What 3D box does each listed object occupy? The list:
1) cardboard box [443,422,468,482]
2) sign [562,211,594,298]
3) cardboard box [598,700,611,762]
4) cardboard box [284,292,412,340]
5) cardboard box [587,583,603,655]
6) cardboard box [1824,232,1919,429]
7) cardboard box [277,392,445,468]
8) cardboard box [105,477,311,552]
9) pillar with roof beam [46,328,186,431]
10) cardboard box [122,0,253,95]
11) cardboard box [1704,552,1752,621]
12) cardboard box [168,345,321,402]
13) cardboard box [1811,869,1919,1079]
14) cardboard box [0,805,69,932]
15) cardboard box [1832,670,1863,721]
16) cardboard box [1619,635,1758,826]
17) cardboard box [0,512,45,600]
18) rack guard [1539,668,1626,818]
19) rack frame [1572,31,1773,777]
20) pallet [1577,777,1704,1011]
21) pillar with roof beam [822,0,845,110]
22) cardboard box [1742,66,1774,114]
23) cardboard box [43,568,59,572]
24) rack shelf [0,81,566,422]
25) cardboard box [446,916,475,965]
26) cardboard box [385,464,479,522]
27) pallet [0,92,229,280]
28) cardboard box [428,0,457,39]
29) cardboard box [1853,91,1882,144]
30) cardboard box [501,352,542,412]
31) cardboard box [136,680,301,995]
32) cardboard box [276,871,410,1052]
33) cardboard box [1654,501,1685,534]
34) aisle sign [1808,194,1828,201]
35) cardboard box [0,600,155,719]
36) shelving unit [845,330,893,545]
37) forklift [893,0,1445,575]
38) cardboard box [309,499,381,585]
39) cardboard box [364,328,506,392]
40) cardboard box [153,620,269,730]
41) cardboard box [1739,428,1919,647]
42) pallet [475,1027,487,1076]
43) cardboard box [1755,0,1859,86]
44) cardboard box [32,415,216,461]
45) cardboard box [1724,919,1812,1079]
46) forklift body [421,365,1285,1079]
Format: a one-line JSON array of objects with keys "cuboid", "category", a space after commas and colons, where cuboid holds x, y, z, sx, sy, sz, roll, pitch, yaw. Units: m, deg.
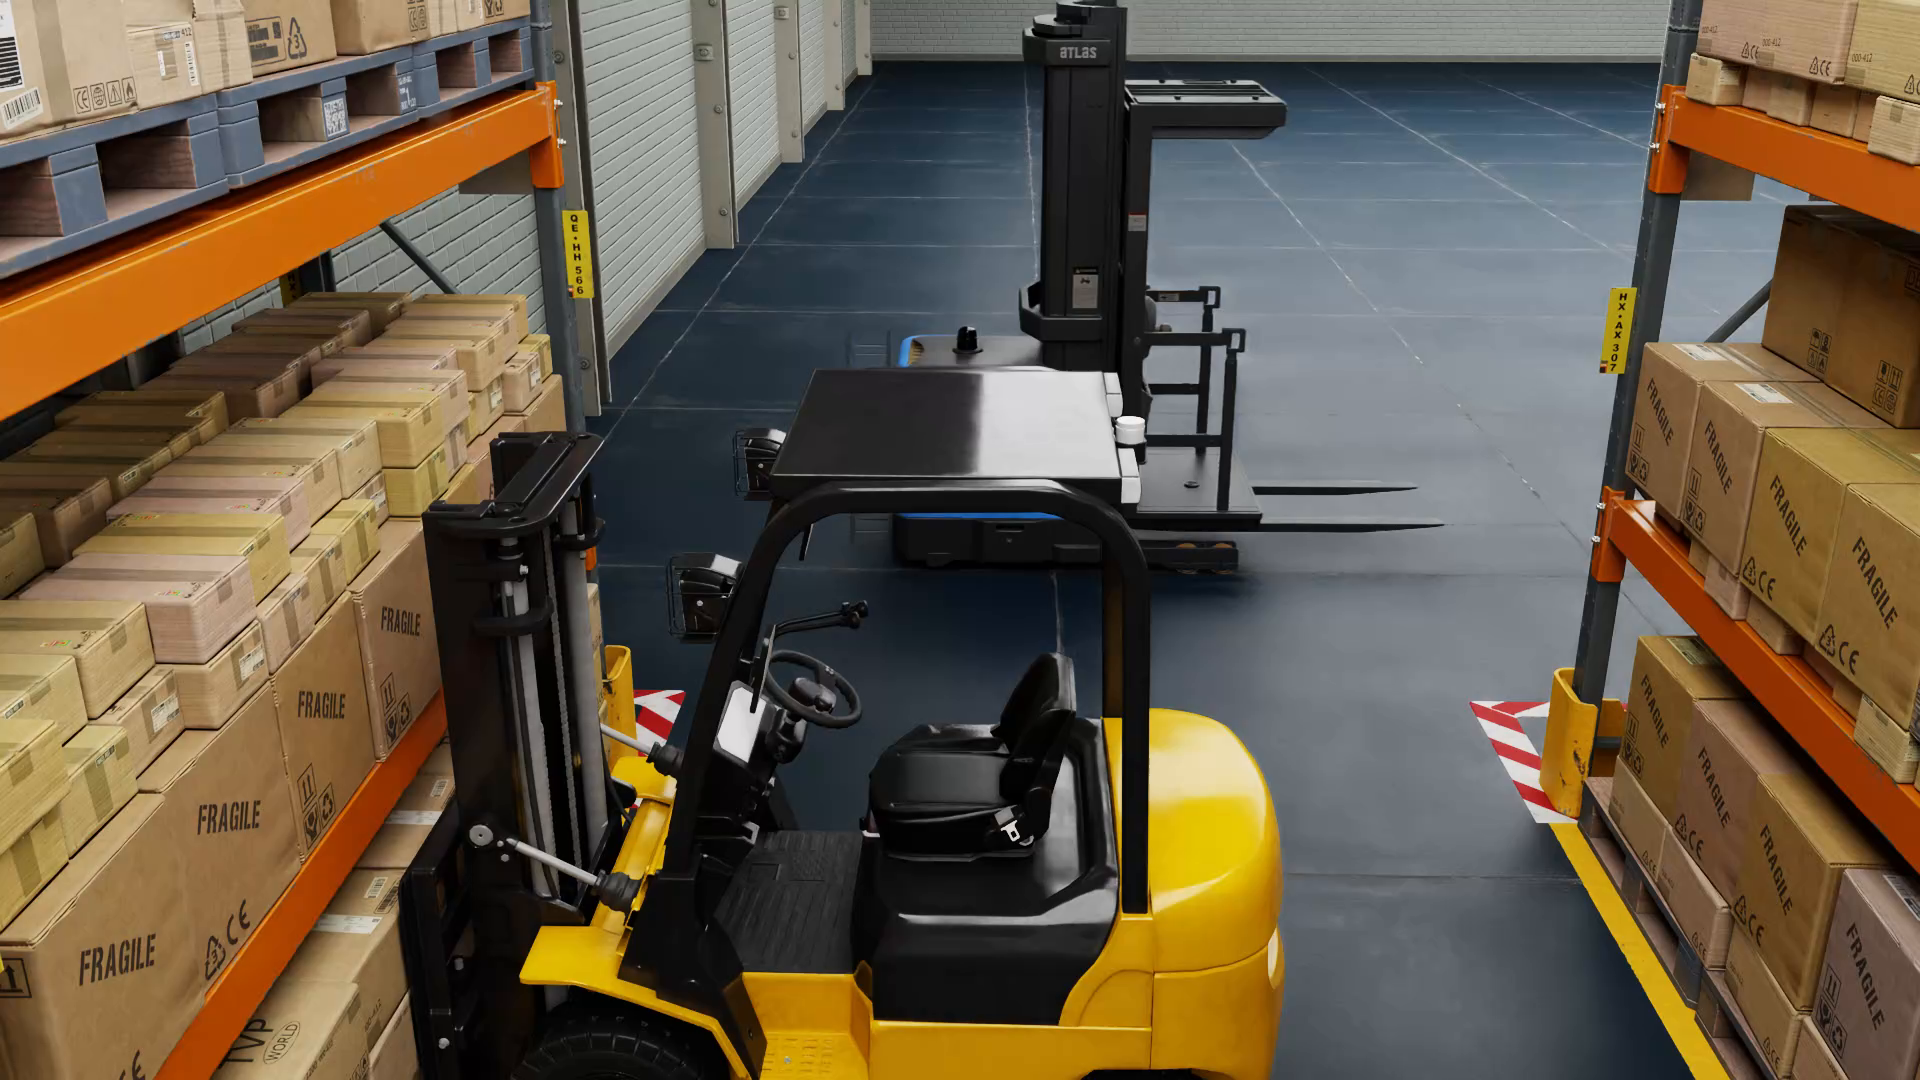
[{"cuboid": [-1.724, -0.271, 5.045, 0.380, 0.149, 0.250, 0, 21, 0], "category": "cardboard box"}, {"cuboid": [-1.424, -1.062, 6.191, 0.100, 0.325, 0.005, 1, 21, 2], "category": "sign"}, {"cuboid": [-1.665, 0.837, 6.446, 0.500, 0.250, 0.500, 1, 21, 2], "category": "cardboard box"}, {"cuboid": [-2.190, -0.791, 5.975, 0.380, 0.149, 0.250, 0, 21, 1], "category": "cardboard box"}, {"cuboid": [-1.668, 0.367, 6.274, 0.500, 0.250, 0.500, 1, 21, 3], "category": "cardboard box"}, {"cuboid": [3.175, -0.651, 5.128, 0.700, 0.500, 0.500, 1, 21, 2], "category": "cardboard box"}, {"cuboid": [-1.705, -0.316, 4.750, 0.380, 0.149, 0.250, 1, 21, 3], "category": "cardboard box"}, {"cuboid": [-1.822, -0.043, 4.046, 0.380, 0.149, 0.250, 1, 21, 1], "category": "cardboard box"}, {"cuboid": [1.415, -2.930, 4.641, 9.100, 9.000, 0.400, 1, 21, 2], "category": "pillar with roof beam"}, {"cuboid": [-1.739, -1.088, 3.506, 0.396, 0.266, 0.258, 0, 21, 0], "category": "cardboard box"}, {"cuboid": [2.642, 0.146, 5.353, 0.380, 0.149, 0.250, 1, 21, 2], "category": "cardboard box"}, {"cuboid": [-2.248, -0.512, 5.256, 0.380, 0.149, 0.250, 1, 21, 2], "category": "cardboard box"}, {"cuboid": [2.651, 1.228, 4.401, 0.500, 0.500, 0.500, 2, 21, 4], "category": "cardboard box"}, {"cuboid": [-1.815, 0.562, 2.898, 0.380, 0.149, 0.250, 0, 21, 1], "category": "cardboard box"}, {"cuboid": [2.682, 0.431, 4.618, 0.380, 0.149, 0.250, 0, 21, 0], "category": "cardboard box"}, {"cuboid": [2.694, 0.664, 5.854, 0.500, 0.500, 0.500, 0, 21, 0], "category": "cardboard box"}, {"cuboid": [-2.363, 0.046, 3.816, 0.380, 0.149, 0.250, 0, 21, 1], "category": "cardboard box"}, {"cuboid": [2.993, 0.824, 6.715, 1.175, 0.500, 0.348, 1, 21, 2], "category": "rack guard"}, {"cuboid": [2.995, -0.369, 6.334, 1.000, 3.000, 0.127, 1, 21, 2], "category": "rack frame"}, {"cuboid": [2.933, 1.252, 6.011, 1.003, 0.211, 1.213, 1, 21, 2], "category": "pallet"}, {"cuboid": [2.145, -11.608, 27.005, 9.100, 9.000, 0.400, 1, 21, 2], "category": "pillar with roof beam"}, {"cuboid": [2.742, -1.438, 5.290, 0.380, 0.149, 0.250, 0, 21, 0], "category": "cardboard box"}, {"cuboid": [-2.300, 0.089, 4.118, 0.380, 0.149, 0.250, 0, 21, 1], "category": "cardboard box"}, {"cuboid": [-2.027, -0.762, 4.195, 1.077, 0.370, 4.000, 1, 21, 2], "category": "rack shelf"}, {"cuboid": [-1.708, 1.159, 4.925, 0.500, 0.250, 0.500, 1, 21, 1], "category": "cardboard box"}, {"cuboid": [-1.759, 0.084, 5.026, 0.500, 0.500, 0.500, 0, 21, 1], "category": "cardboard box"}, {"cuboid": [-2.088, -0.642, 3.013, 1.003, 0.211, 1.213, 1, 21, 2], "category": "pallet"}, {"cuboid": [-1.696, -1.606, 4.842, 0.396, 0.266, 0.258, 1, 21, 2], "category": "cardboard box"}, {"cuboid": [2.713, -1.157, 4.565, 0.380, 0.149, 0.250, 0, 21, 0], "category": "cardboard box"}, {"cuboid": [-1.675, -0.550, 5.766, 0.380, 0.149, 0.250, 1, 21, 2], "category": "cardboard box"}, {"cuboid": [-1.814, 0.631, 3.618, 0.500, 0.500, 0.500, 1, 21, 3], "category": "cardboard box"}, {"cuboid": [-1.730, 1.107, 4.366, 0.500, 0.250, 0.500, 1, 21, 3], "category": "cardboard box"}, {"cuboid": [2.778, -0.132, 6.069, 0.380, 0.149, 0.250, 1, 21, 2], "category": "cardboard box"}, {"cuboid": [3.287, -1.600, 5.913, 0.394, 0.787, 0.004, 1, 21, 2], "category": "aisle sign"}, {"cuboid": [-1.865, 0.236, 3.327, 0.380, 0.149, 0.250, 0, 21, 1], "category": "cardboard box"}, {"cuboid": [-0.503, -0.567, 9.330, 0.258, 1.200, 0.189, 0, 21, 0], "category": "shelving unit"}, {"cuboid": [1.156, -1.373, 9.017, 3.031, 2.935, 1.130, 0, 21, 1], "category": "forklift"}, {"cuboid": [-1.748, 0.004, 4.338, 0.380, 0.149, 0.250, 0, 21, 1], "category": "cardboard box"}, {"cuboid": [-1.724, -0.594, 5.467, 0.380, 0.149, 0.250, 1, 21, 3], "category": "cardboard box"}, {"cuboid": [-1.747, 0.286, 3.611, 0.380, 0.149, 0.250, 1, 21, 3], "category": "cardboard box"}, {"cuboid": [2.677, -0.015, 4.871, 0.500, 0.500, 0.500, 0, 21, 1], "category": "cardboard box"}, {"cuboid": [-1.988, 1.594, 5.128, 1.003, 0.211, 1.213, 1, 21, 2], "category": "pallet"}, {"cuboid": [2.689, -1.476, 4.835, 0.500, 0.250, 0.500, 0, 21, 1], "category": "cardboard box"}, {"cuboid": [-2.266, -0.232, 4.535, 0.380, 0.149, 0.250, 1, 21, 2], "category": "cardboard box"}, {"cuboid": [2.667, 1.387, 5.027, 0.500, 0.250, 0.500, 2, 21, 5], "category": "cardboard box"}, {"cuboid": [-0.200, 0.679, 4.806, 2.313, 2.155, 1.214, 1, 21, 2], "category": "forklift body"}]
